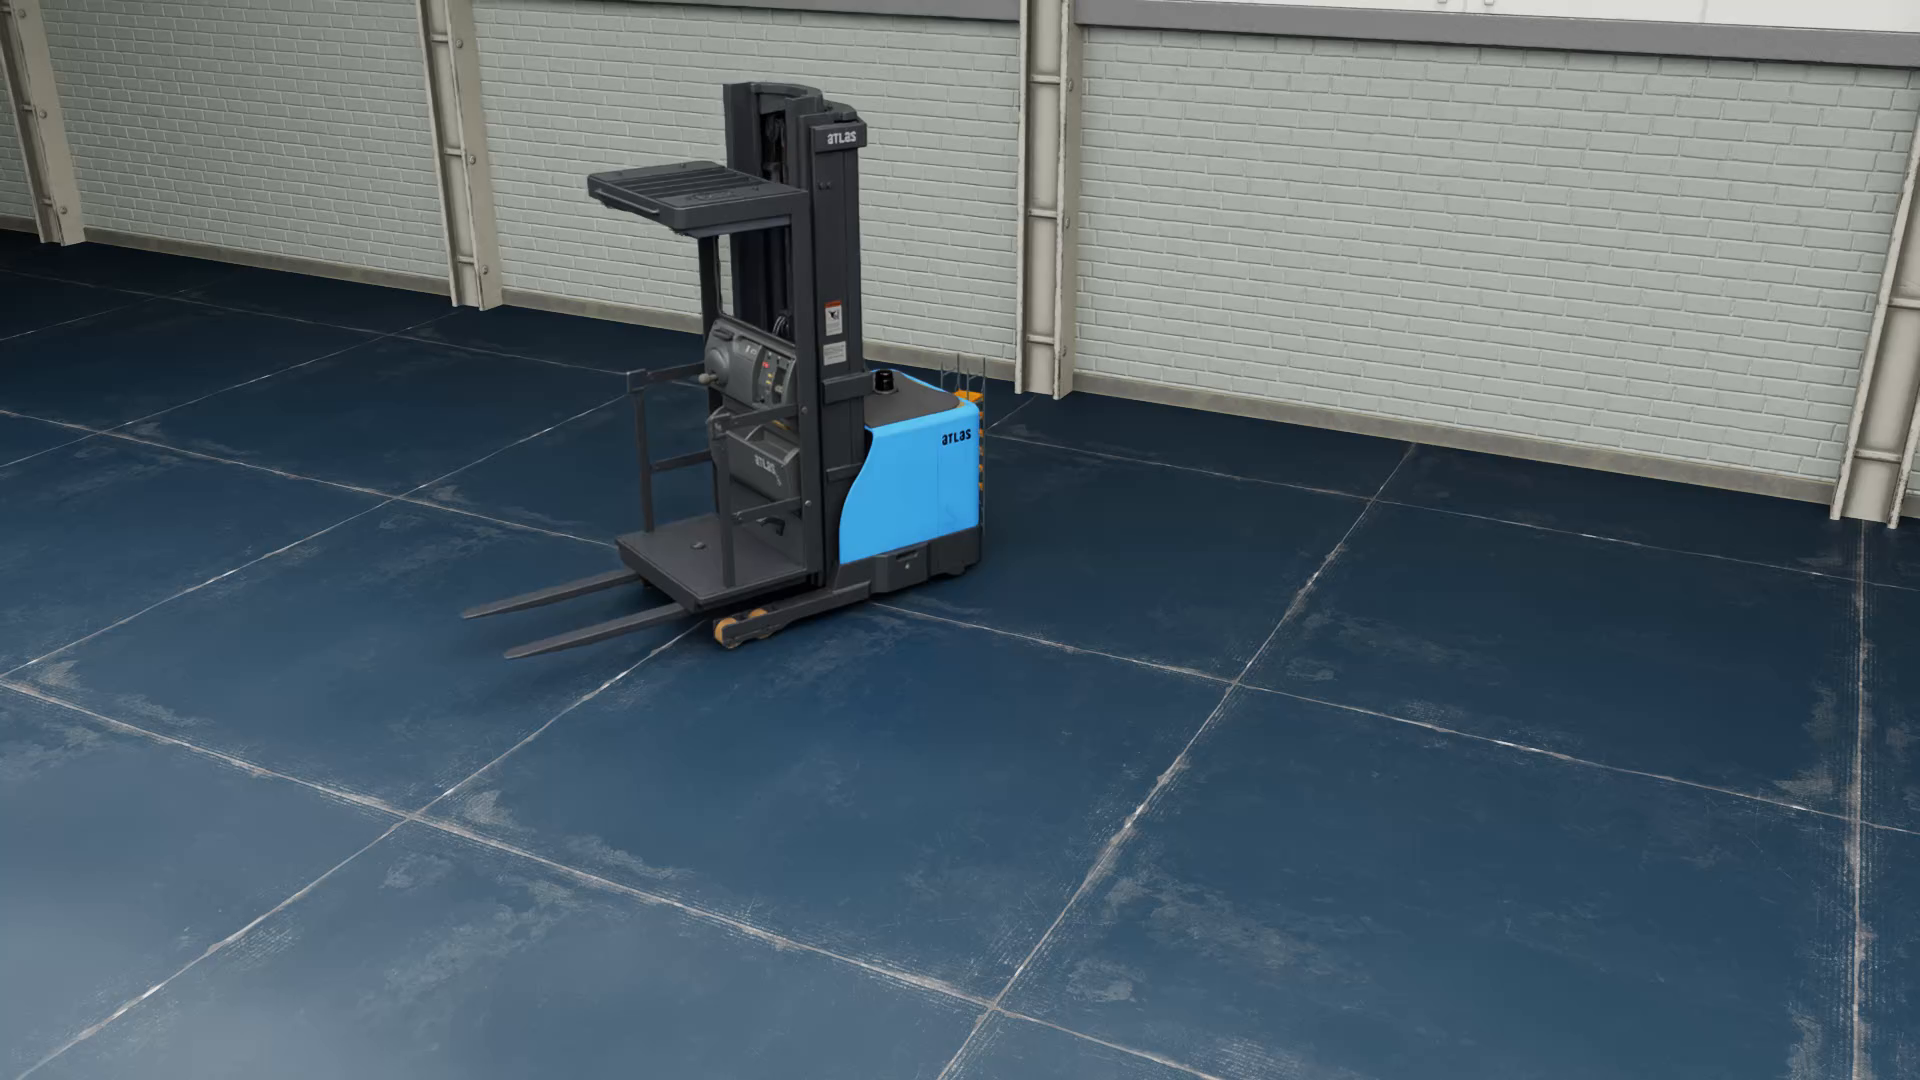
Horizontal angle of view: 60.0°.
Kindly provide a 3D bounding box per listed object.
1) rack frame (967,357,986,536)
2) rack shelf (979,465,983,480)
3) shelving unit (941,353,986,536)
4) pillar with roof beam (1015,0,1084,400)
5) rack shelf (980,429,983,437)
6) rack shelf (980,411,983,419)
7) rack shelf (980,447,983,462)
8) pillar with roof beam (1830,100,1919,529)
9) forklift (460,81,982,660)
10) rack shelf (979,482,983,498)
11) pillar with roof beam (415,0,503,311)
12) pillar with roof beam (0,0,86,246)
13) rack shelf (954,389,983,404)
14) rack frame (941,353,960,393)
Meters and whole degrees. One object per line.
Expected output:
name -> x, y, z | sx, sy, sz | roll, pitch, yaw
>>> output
rack frame -> 0.101, -0.546, 10.501 | 0.006, 1.200, 0.240 | 12, 26, 26
rack shelf -> 0.020, -0.412, 10.605 | 0.180, 0.103, 0.258 | 12, 26, 26
shelving unit -> 0.020, -0.563, 10.541 | 0.189, 1.200, 0.258 | 12, 26, 26
pillar with roof beam -> -1.252, -3.858, 8.323 | 0.400, 9.000, 9.100 | 11, 25, 25
rack shelf -> 0.020, -0.633, 10.512 | 0.180, 0.103, 0.258 | 12, 26, 26
rack shelf -> 0.021, -0.743, 10.465 | 0.180, 0.103, 0.258 | 12, 26, 26
rack shelf -> 0.020, -0.522, 10.558 | 0.180, 0.103, 0.258 | 12, 26, 26
pillar with roof beam -> 4.103, -2.799, 5.832 | 0.400, 9.000, 9.100 | 11, 25, 25
forklift -> -1.356, -0.977, 9.302 | 3.031, 2.935, 1.130 | -16, 28, -33
rack shelf -> 0.020, -0.301, 10.652 | 0.180, 0.103, 0.258 | 12, 26, 26
pillar with roof beam -> -6.607, -4.918, 10.815 | 0.400, 9.000, 9.100 | 11, 25, 25
pillar with roof beam -> -11.961, -5.977, 13.306 | 0.400, 9.000, 9.100 | 11, 25, 25
rack shelf -> 0.021, -0.854, 10.418 | 0.180, 0.103, 0.258 | 12, 26, 26
rack frame -> -0.060, -0.580, 10.581 | 0.006, 1.200, 0.240 | 12, 26, 26
